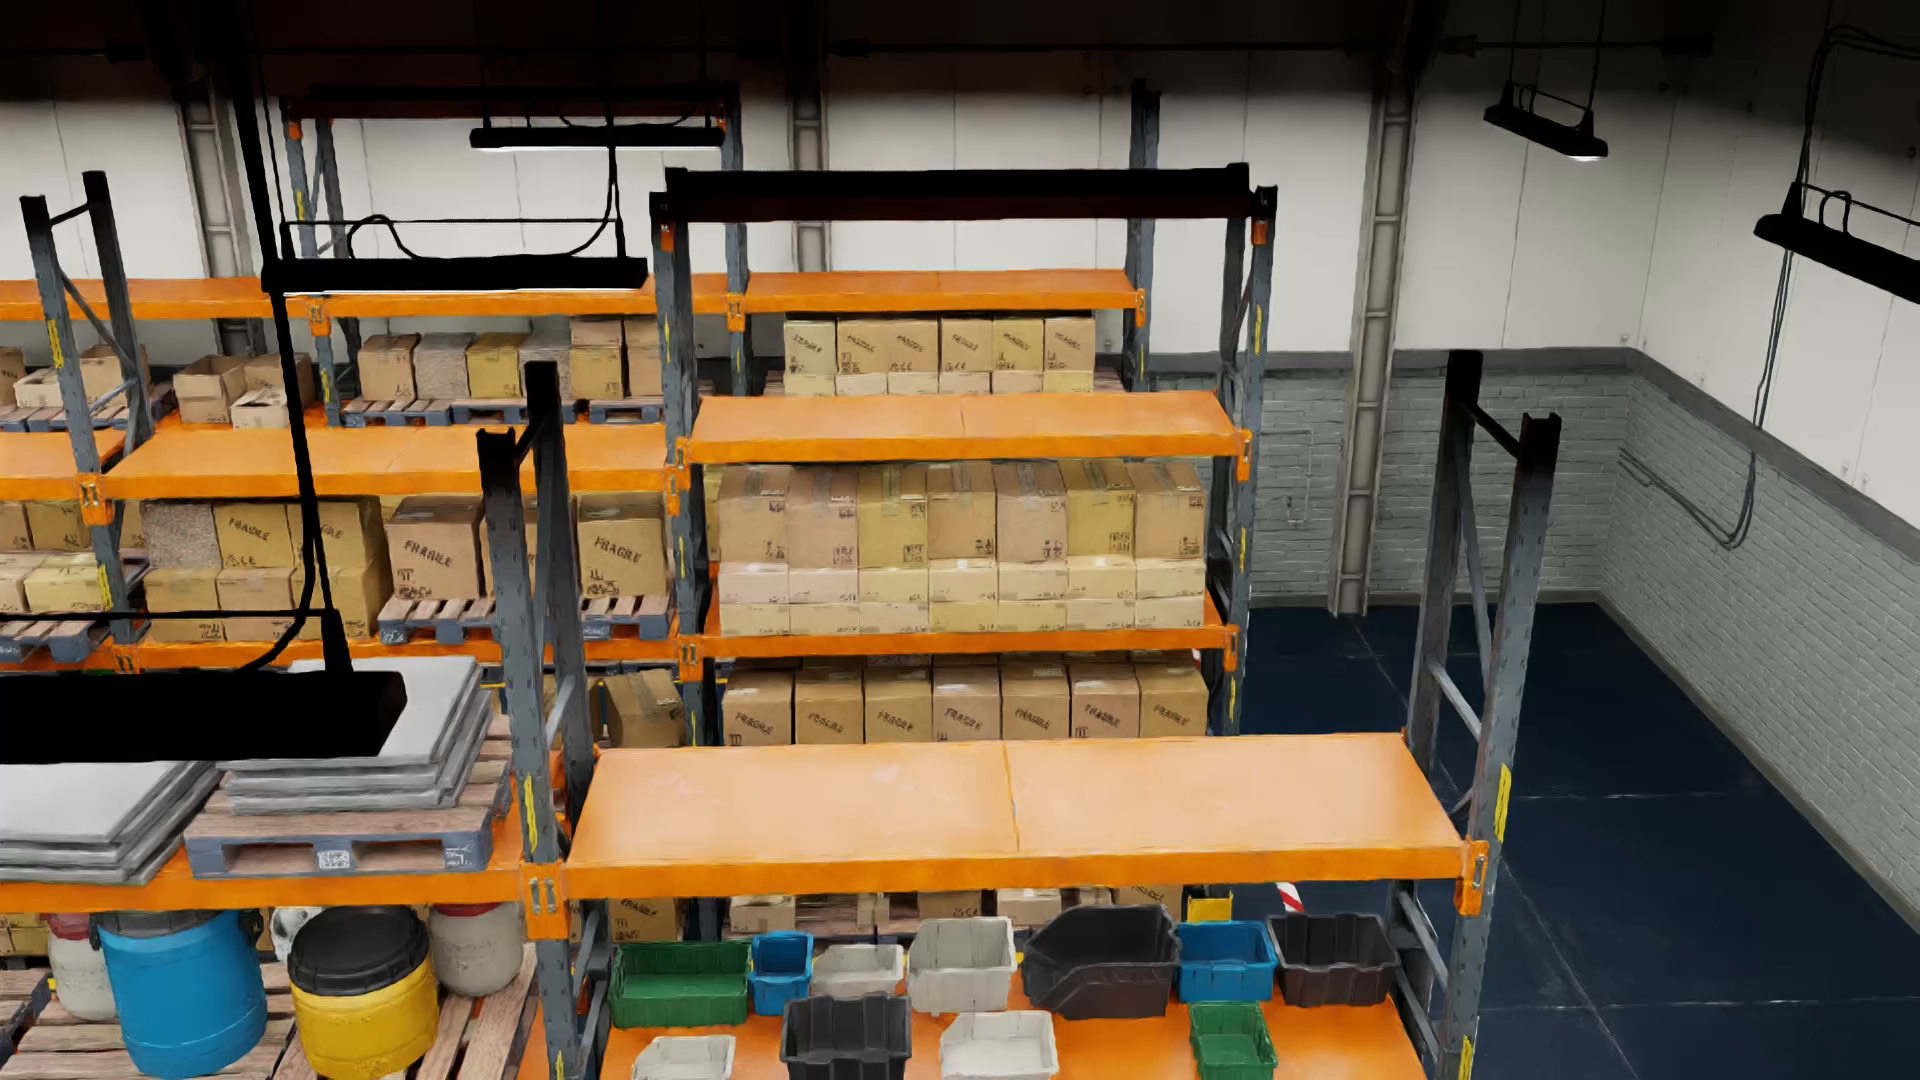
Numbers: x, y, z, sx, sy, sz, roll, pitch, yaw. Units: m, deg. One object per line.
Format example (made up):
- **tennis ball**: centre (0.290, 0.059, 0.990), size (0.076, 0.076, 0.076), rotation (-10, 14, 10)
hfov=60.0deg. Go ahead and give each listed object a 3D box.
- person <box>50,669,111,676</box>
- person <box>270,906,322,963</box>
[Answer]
- **person**: centre (-8.523, 1.069, 16.084), size (0.625, 1.794, 0.468), rotation (-11, 24, -24)
- **person**: centre (-4.605, 2.919, 11.683), size (1.115, 1.700, 0.543), rotation (0, 22, 0)
